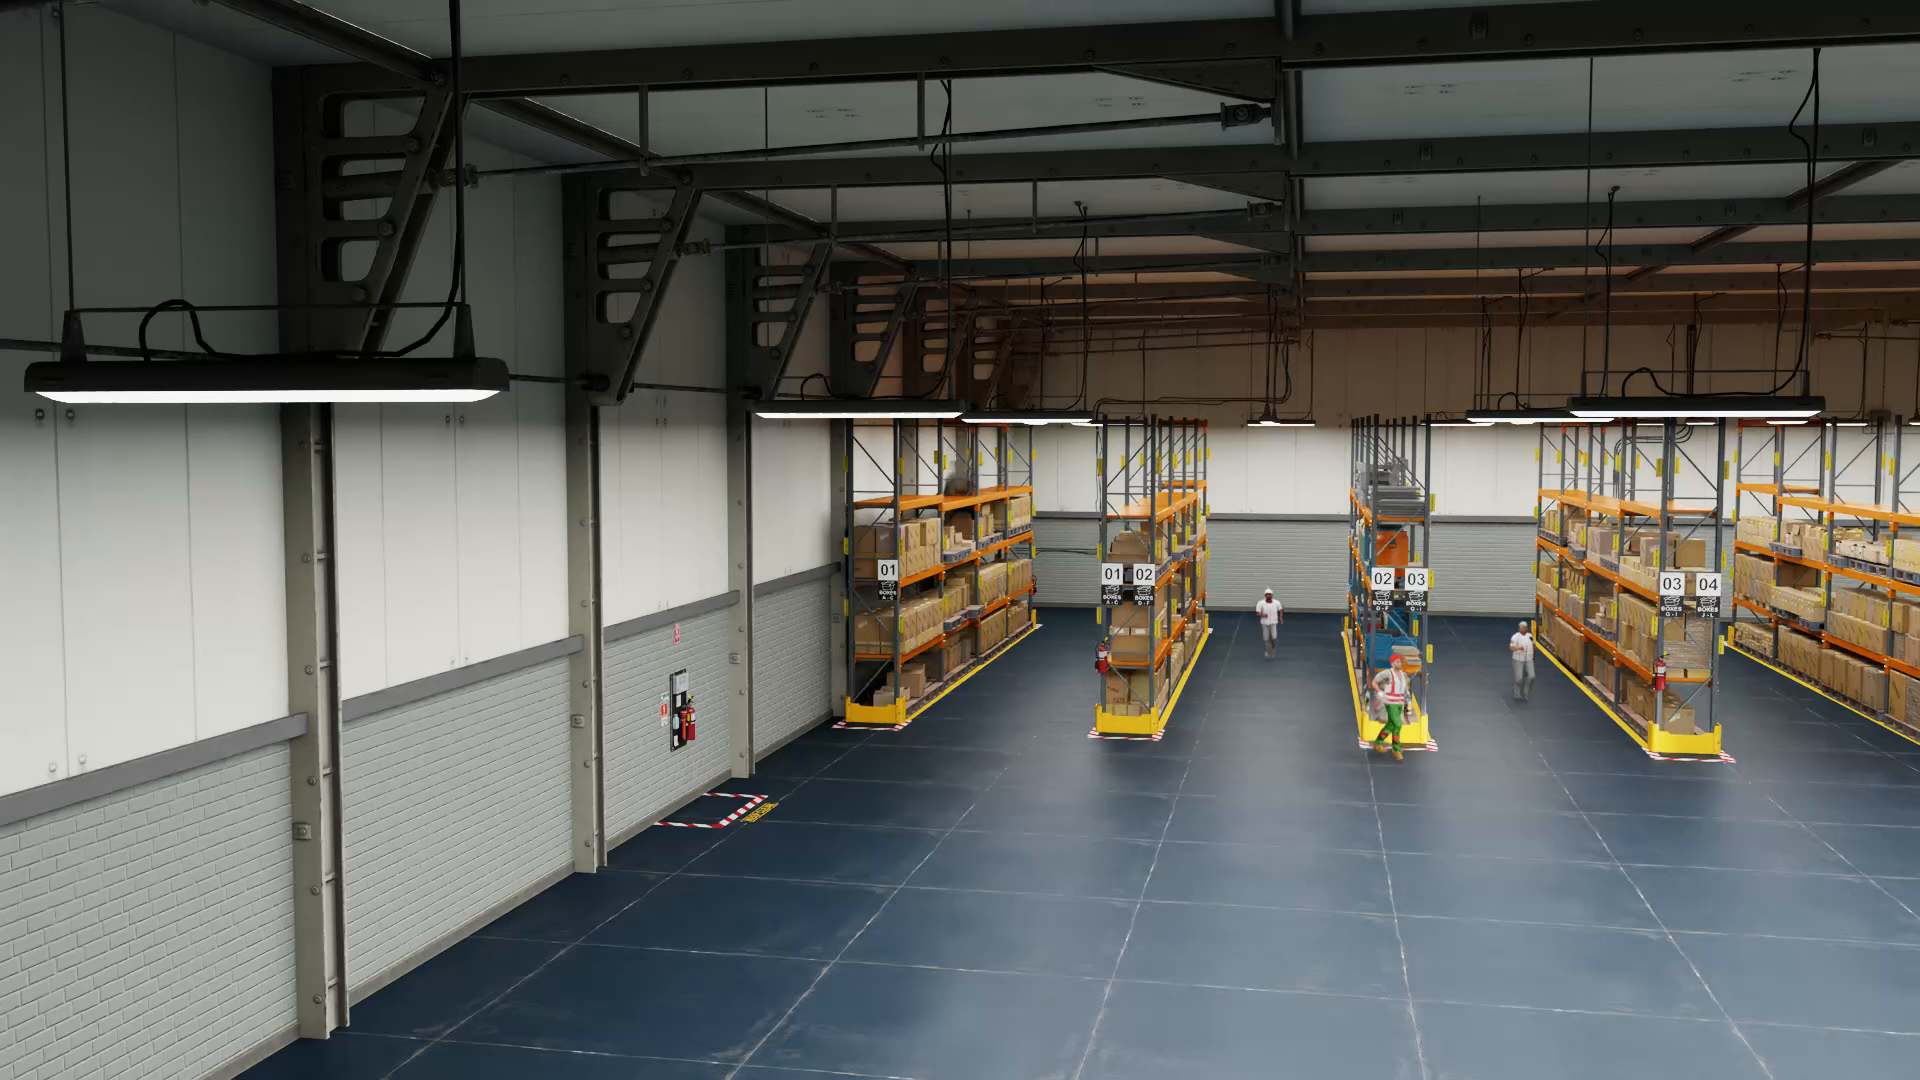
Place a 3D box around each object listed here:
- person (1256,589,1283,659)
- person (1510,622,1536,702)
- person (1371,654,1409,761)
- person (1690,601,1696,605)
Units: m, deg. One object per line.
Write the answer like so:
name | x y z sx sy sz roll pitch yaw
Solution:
person | 7.696 2.088 41.344 0.677 1.742 0.666 0 4 6
person | 11.888 2.570 35.066 0.586 1.695 0.661 0 4 2
person | 7.563 2.907 29.014 0.701 1.860 0.751 -2 5 -33
person | 18.657 2.057 41.782 0.723 1.784 0.863 1 4 13
